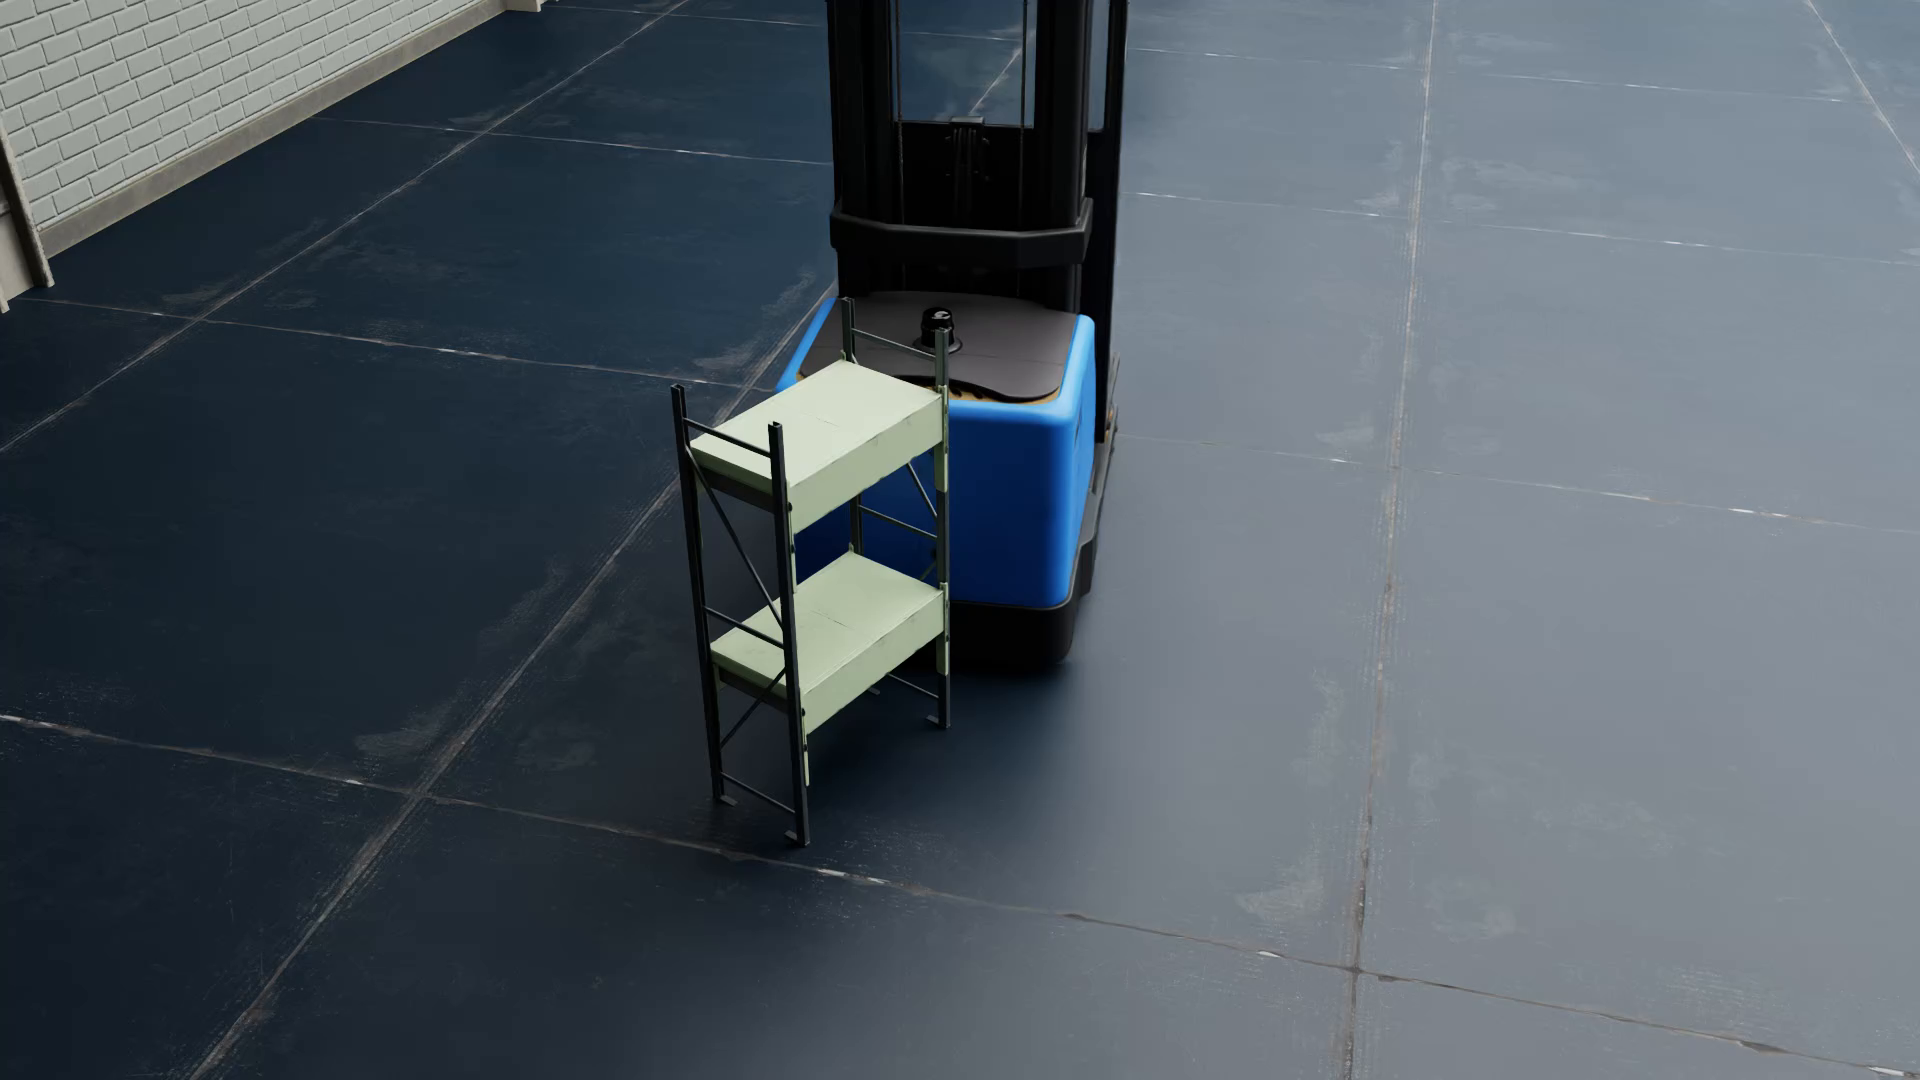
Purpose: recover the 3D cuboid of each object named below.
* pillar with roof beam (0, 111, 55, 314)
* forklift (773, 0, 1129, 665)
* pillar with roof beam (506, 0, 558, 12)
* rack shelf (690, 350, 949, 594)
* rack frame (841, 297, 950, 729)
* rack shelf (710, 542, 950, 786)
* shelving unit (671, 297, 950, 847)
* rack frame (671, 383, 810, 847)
[{"bbox_3d":[-0.882,-4.505,5.448,9.100,9.000,0.400,8,33,12],"label":"pillar with roof beam"},{"bbox_3d":[0.102,-1.569,6.486,1.130,2.935,3.031,5,33,8],"label":"forklift"},{"bbox_3d":[0.640,-7.618,10.346,9.100,9.000,0.400,8,33,12],"label":"pillar with roof beam"},{"bbox_3d":[-0.420,-0.222,4.974,0.431,0.370,0.720,22,38,30],"label":"rack shelf"},{"bbox_3d":[-0.200,-0.050,5.430,0.400,1.500,0.023,22,38,30],"label":"rack frame"},{"bbox_3d":[-0.420,0.382,5.358,0.431,0.370,0.720,22,38,30],"label":"rack shelf"},{"bbox_3d":[-0.420,0.107,5.183,0.431,1.500,0.755,22,38,30],"label":"shelving unit"},{"bbox_3d":[-0.640,0.264,4.936,0.400,1.500,0.023,22,38,30],"label":"rack frame"}]
